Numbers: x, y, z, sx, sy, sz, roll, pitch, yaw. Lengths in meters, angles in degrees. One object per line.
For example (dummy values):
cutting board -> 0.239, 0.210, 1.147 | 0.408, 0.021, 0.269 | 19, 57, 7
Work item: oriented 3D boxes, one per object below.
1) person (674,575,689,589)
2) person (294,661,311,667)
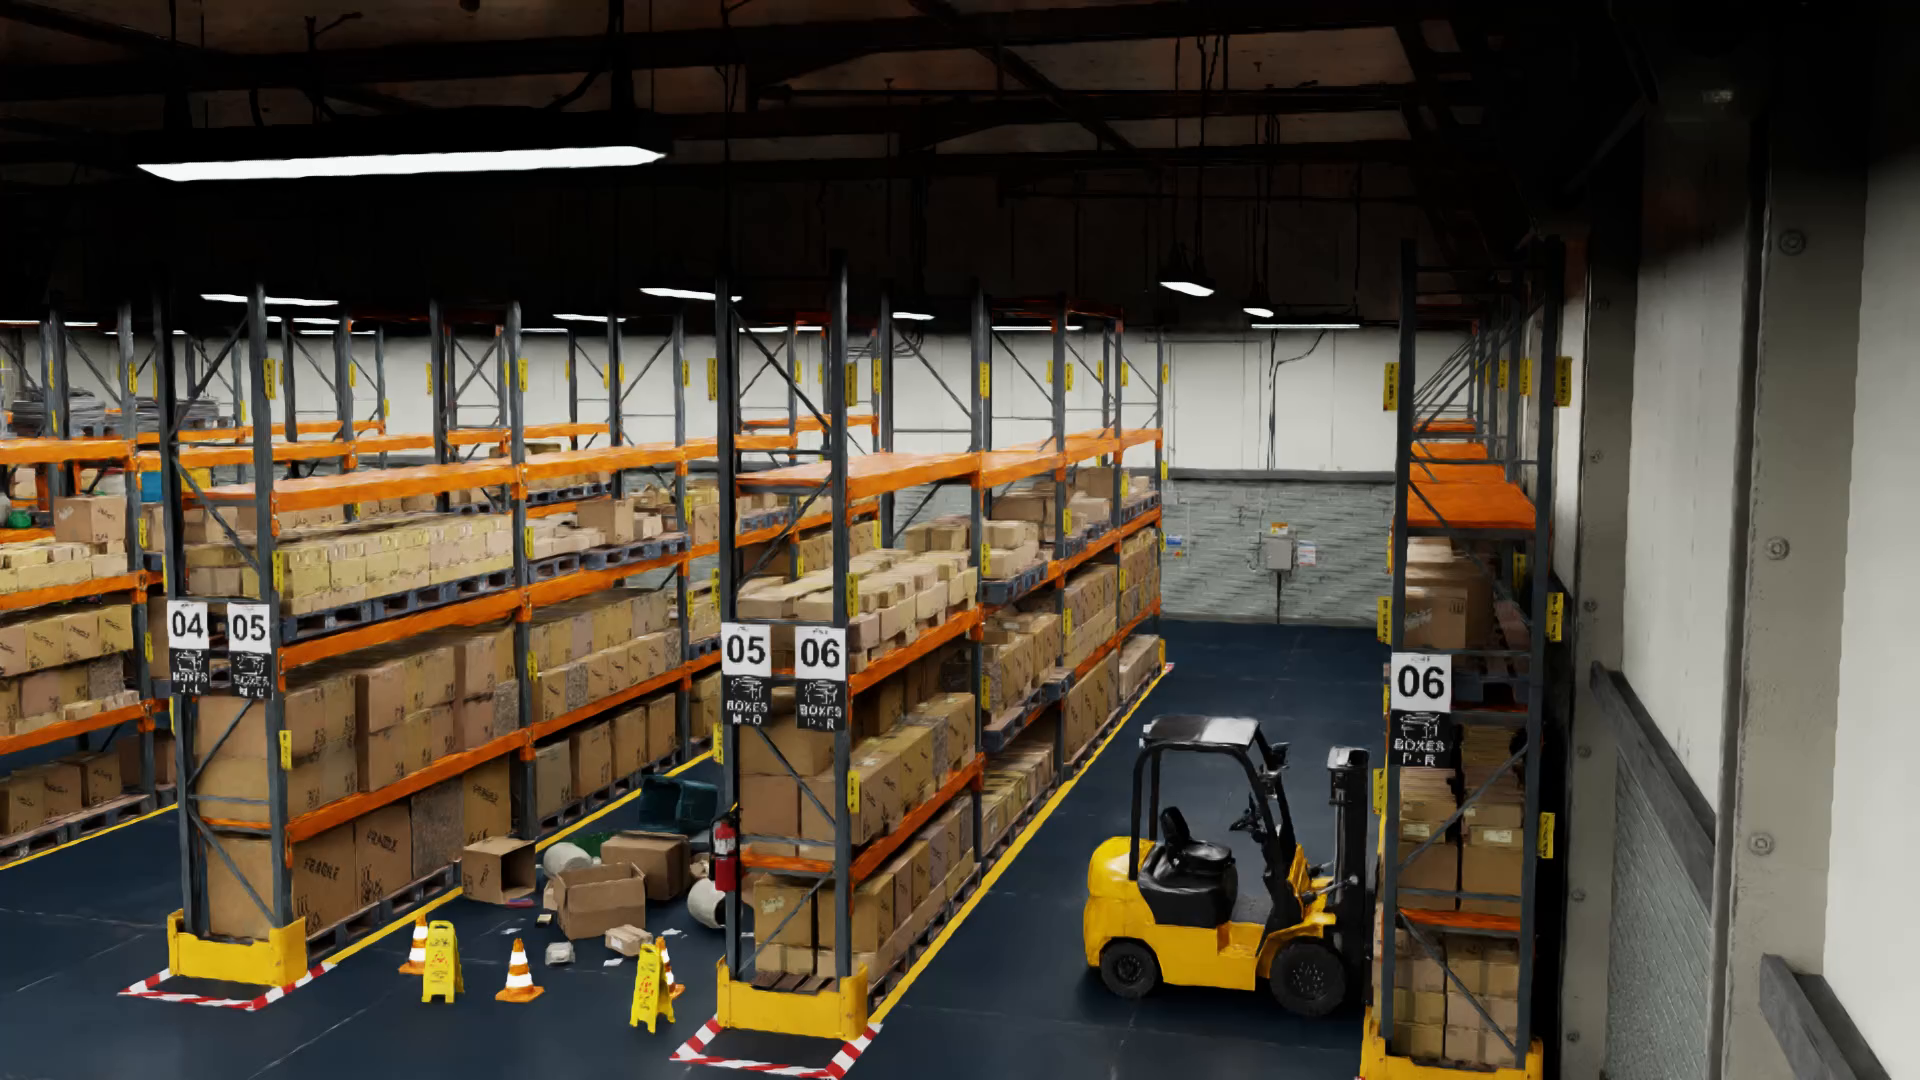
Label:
person -> -4.580, 0.942, 27.623 | 0.677, 0.853, 0.467 | 1, 6, 14
person -> -7.881, 2.186, 20.056 | 0.565, 1.706, 1.122 | 2, 6, 18
